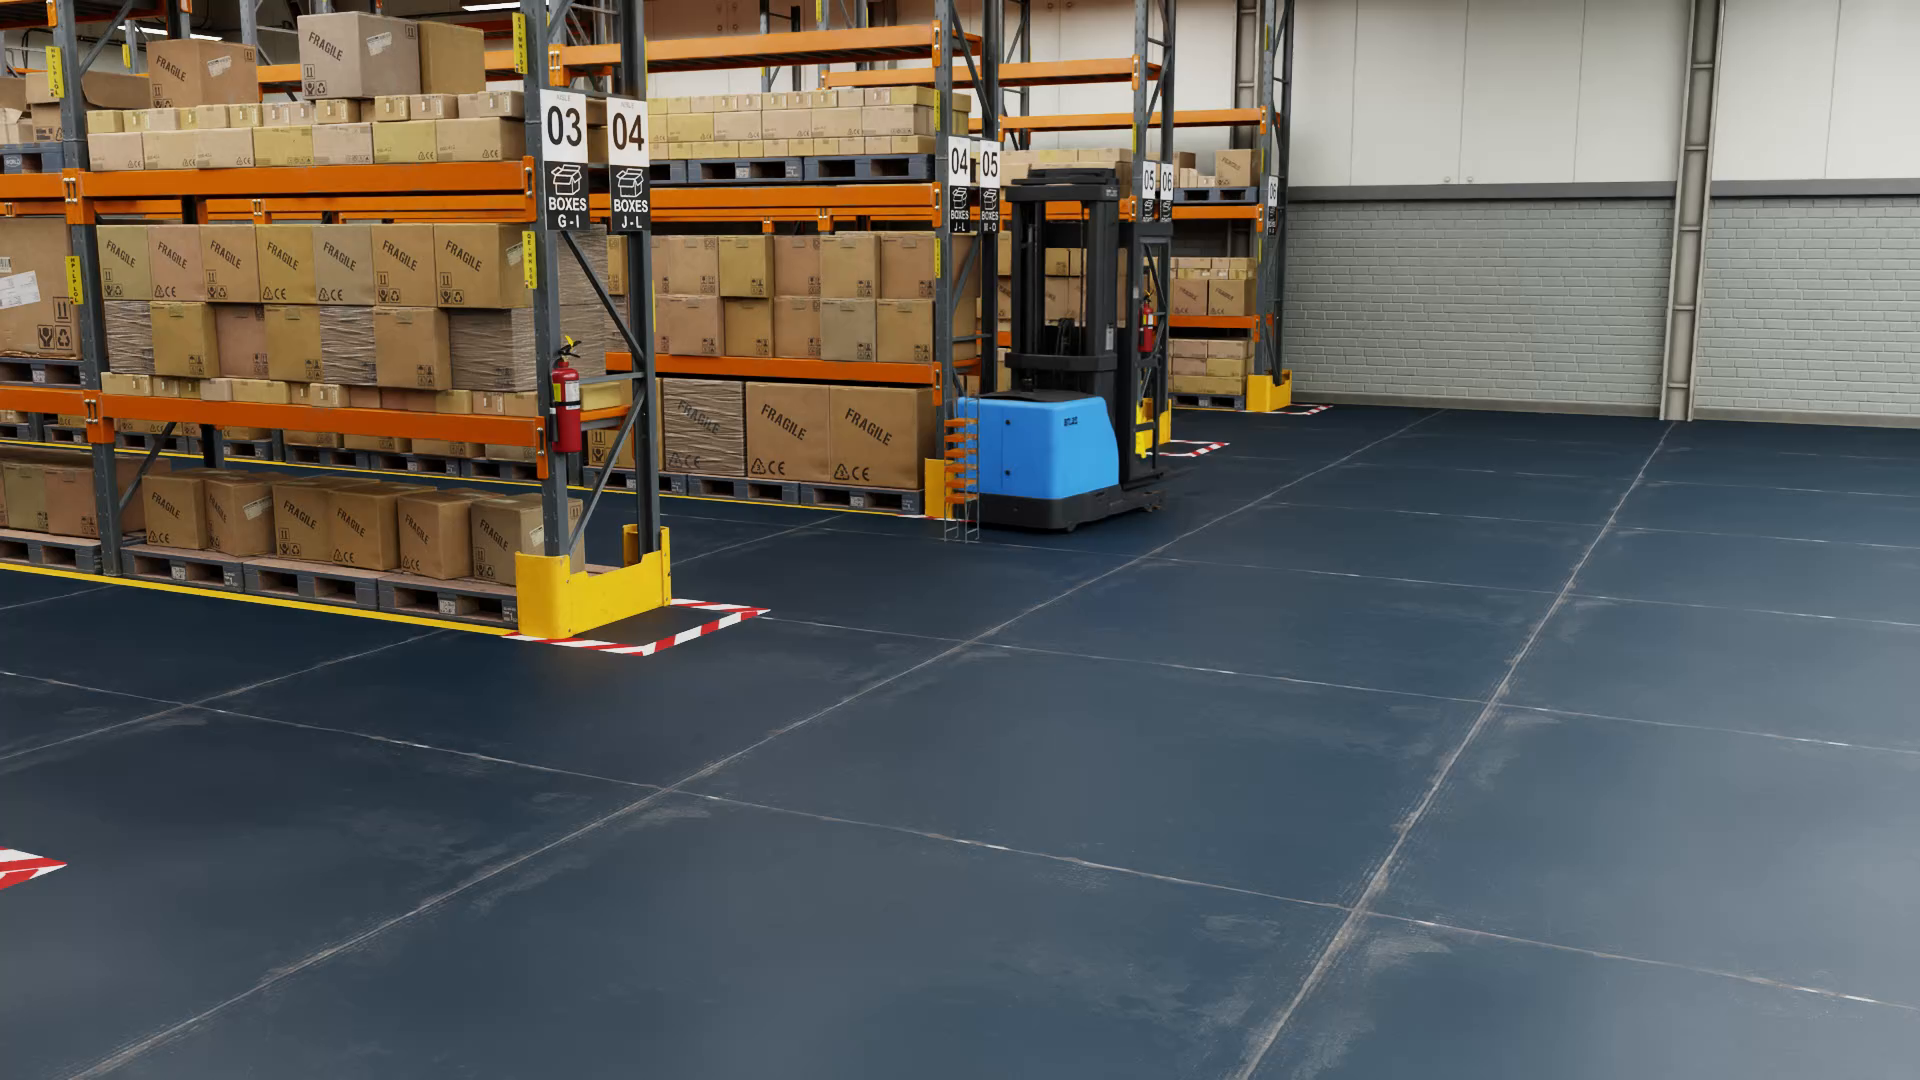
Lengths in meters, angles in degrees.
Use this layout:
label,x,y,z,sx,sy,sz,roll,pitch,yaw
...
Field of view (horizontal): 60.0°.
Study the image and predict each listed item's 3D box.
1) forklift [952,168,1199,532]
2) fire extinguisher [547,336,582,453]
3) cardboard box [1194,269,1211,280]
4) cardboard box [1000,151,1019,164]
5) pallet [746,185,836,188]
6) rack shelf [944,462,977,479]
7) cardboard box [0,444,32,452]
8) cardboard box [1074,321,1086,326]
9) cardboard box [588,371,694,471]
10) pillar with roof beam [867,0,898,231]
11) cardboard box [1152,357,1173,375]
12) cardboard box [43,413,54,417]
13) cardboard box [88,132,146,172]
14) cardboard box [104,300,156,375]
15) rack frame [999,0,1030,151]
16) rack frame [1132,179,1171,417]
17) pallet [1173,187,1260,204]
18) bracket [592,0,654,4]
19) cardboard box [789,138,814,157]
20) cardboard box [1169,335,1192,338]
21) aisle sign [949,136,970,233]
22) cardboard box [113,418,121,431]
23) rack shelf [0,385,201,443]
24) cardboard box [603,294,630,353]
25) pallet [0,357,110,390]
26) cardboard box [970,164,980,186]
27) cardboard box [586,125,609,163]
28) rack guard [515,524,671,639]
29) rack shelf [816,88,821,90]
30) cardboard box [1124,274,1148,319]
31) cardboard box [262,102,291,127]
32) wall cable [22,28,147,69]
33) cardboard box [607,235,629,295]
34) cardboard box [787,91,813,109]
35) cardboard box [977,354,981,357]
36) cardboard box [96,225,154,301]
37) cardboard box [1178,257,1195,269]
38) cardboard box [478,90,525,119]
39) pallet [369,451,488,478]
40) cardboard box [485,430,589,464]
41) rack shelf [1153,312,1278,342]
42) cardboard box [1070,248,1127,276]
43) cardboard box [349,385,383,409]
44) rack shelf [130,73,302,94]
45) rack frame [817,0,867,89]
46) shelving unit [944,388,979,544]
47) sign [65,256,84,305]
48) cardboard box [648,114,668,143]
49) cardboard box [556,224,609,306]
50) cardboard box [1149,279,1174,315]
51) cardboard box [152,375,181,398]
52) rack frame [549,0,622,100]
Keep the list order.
label,x,y,z,sx,sy,sz,roll,pitch,yaw
forklift,1.166,-1.727,14.542,1.130,2.935,3.031,7,12,33
fire extinguisher,-2.321,-0.858,9.763,0.183,0.674,0.296,5,11,26
cardboard box,3.475,-3.751,23.429,0.250,0.149,0.380,5,12,27
cardboard box,0.636,-4.402,19.176,0.250,0.149,0.380,5,11,24
pallet,-1.928,-4.325,20.812,1.003,0.211,1.213,5,11,26
rack shelf,0.013,-0.546,13.125,0.180,0.103,0.258,5,11,26
cardboard box,-7.770,-0.460,13.134,0.500,0.500,0.700,6,12,31
cardboard box,1.459,-2.435,18.966,0.250,0.149,0.380,5,11,25
cardboard box,-2.988,-1.178,16.103,0.875,0.875,0.875,5,11,27
pillar with roof beam,-3.153,-6.290,22.717,0.548,9.000,9.100,5,11,26
cardboard box,2.866,-2.521,23.873,0.500,0.250,0.500,5,11,25
cardboard box,-11.119,-1.613,20.545,0.250,0.149,0.380,5,12,27
cardboard box,-5.517,-2.619,11.279,0.500,0.250,0.500,5,11,24
cardboard box,-5.431,-1.444,11.668,0.500,0.500,0.875,5,11,26
rack frame,0.771,-6.621,24.547,0.127,3.000,1.000,5,11,26
rack frame,2.165,-2.561,18.958,0.127,3.000,1.000,5,11,26
pallet,3.736,-4.846,23.411,1.213,0.211,1.003,5,11,26
bracket,-4.088,-8.928,27.185,4.783,0.066,0.076,5,11,26
cardboard box,-1.296,-3.423,14.543,0.250,0.149,0.380,5,11,25
cardboard box,3.117,-2.848,24.276,0.500,0.250,0.500,5,11,25
aisle sign,-0.004,-2.988,14.018,0.004,0.787,0.394,5,11,26
cardboard box,-9.675,-1.543,19.171,0.500,0.500,0.500,6,12,28
rack shelf,-7.600,-1.097,12.889,4.000,0.370,1.077,5,11,26
cardboard box,-3.185,-2.124,16.124,0.550,0.550,0.875,5,11,26
pallet,-6.428,-1.282,12.432,1.213,0.211,1.003,5,11,26
cardboard box,0.215,-4.226,19.322,0.500,0.250,0.500,5,11,26
cardboard box,-2.537,-2.460,10.397,0.500,0.250,0.500,5,12,28
rack guard,-2.288,0.246,10.468,0.348,0.500,1.175,5,11,26
rack shelf,-3.215,-5.435,21.135,4.000,0.370,1.077,5,11,26
cardboard box,1.863,-2.838,19.373,0.500,0.500,0.500,5,11,25
cardboard box,-4.220,-2.705,10.635,0.250,0.149,0.380,5,12,27
wall cable,-15.807,-7.757,30.719,0.133,3.039,2.988,5,11,26
cardboard box,-3.206,-2.648,15.987,0.550,0.550,0.875,5,11,26
cardboard box,-1.296,-3.816,14.473,0.250,0.149,0.380,5,11,26
cardboard box,0.142,-2.015,20.378,0.500,0.500,0.500,6,12,29
cardboard box,-5.516,-1.905,11.409,0.500,0.500,0.500,5,11,26
cardboard box,3.272,-3.926,23.560,0.250,0.149,0.380,5,11,26
cardboard box,-2.607,-2.549,9.769,0.250,0.149,0.380,5,11,26
pallet,-5.345,-0.850,17.335,1.213,0.211,1.003,5,11,26
cardboard box,-4.118,-1.212,16.641,0.750,0.750,1.050,5,11,26
rack shelf,2.565,-3.158,24.274,4.000,0.370,1.077,5,11,26
cardboard box,1.611,-3.254,18.863,0.500,0.500,0.700,5,11,24
cardboard box,-3.695,-0.940,10.707,0.250,0.149,0.380,5,11,26
rack shelf,-8.902,-4.952,18.465,4.000,0.370,1.077,5,11,26
rack frame,-1.422,-5.828,20.165,0.127,3.000,1.000,5,11,26
shelving unit,0.013,-0.589,13.117,0.189,1.200,0.258,5,11,26
sign,-6.049,-1.774,11.360,0.005,0.325,0.100,5,11,26
cardboard box,-2.754,-3.759,15.282,0.500,0.250,0.500,5,11,25
cardboard box,-2.592,-1.753,10.568,0.500,0.500,0.500,5,11,26
cardboard box,2.880,-3.483,23.770,0.500,0.500,0.500,5,11,25
cardboard box,-5.292,-1.068,11.413,0.250,0.149,0.380,5,11,26
rack frame,-3.522,-5.030,15.753,0.127,3.000,1.000,5,11,26
